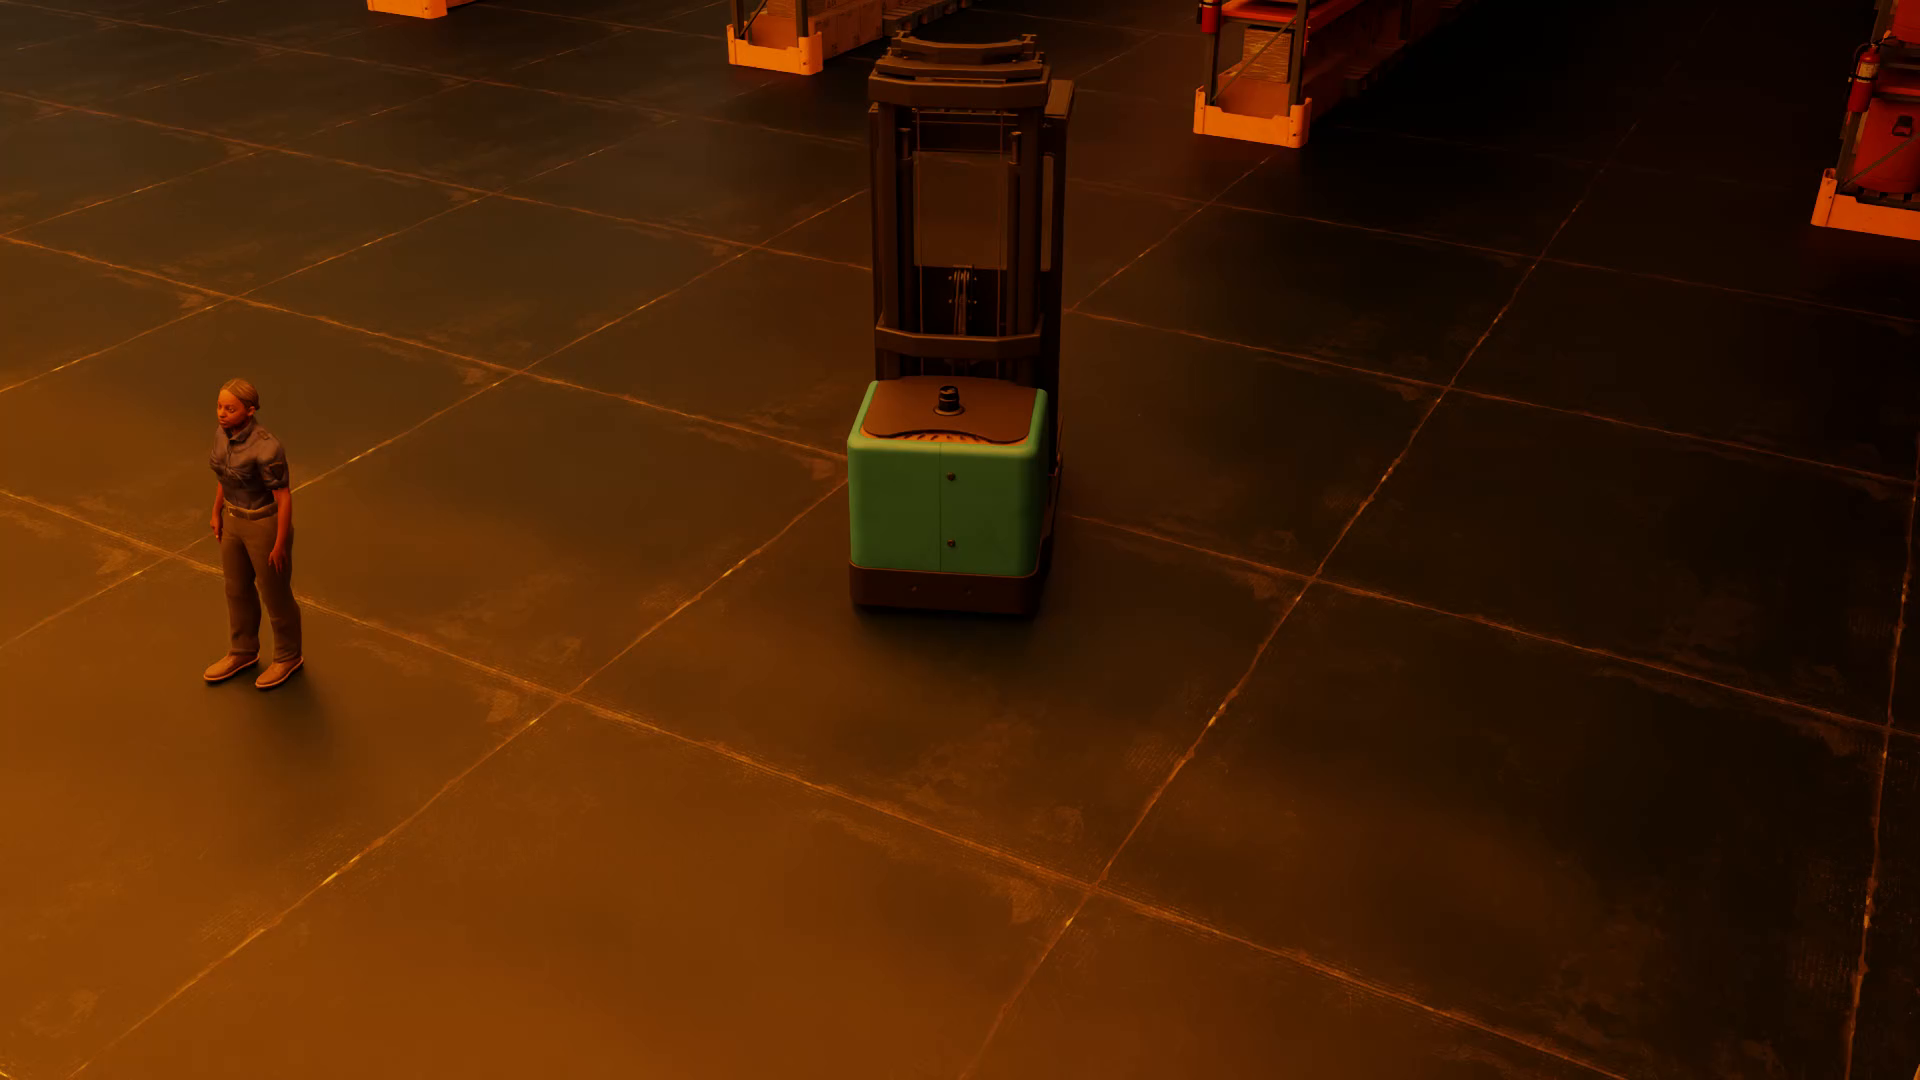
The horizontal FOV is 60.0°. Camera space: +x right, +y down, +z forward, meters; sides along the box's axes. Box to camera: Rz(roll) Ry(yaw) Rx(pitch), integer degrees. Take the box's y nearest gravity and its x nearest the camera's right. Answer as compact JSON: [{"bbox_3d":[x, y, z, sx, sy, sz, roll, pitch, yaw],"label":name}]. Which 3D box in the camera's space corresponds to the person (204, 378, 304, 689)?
[{"bbox_3d":[-3.613,-0.008,8.358,0.570,1.643,0.504,18,35,28],"label":"person"}]

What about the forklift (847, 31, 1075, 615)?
[{"bbox_3d":[0.072,-1.572,9.794,1.130,2.935,3.031,3,30,6],"label":"forklift"}]
